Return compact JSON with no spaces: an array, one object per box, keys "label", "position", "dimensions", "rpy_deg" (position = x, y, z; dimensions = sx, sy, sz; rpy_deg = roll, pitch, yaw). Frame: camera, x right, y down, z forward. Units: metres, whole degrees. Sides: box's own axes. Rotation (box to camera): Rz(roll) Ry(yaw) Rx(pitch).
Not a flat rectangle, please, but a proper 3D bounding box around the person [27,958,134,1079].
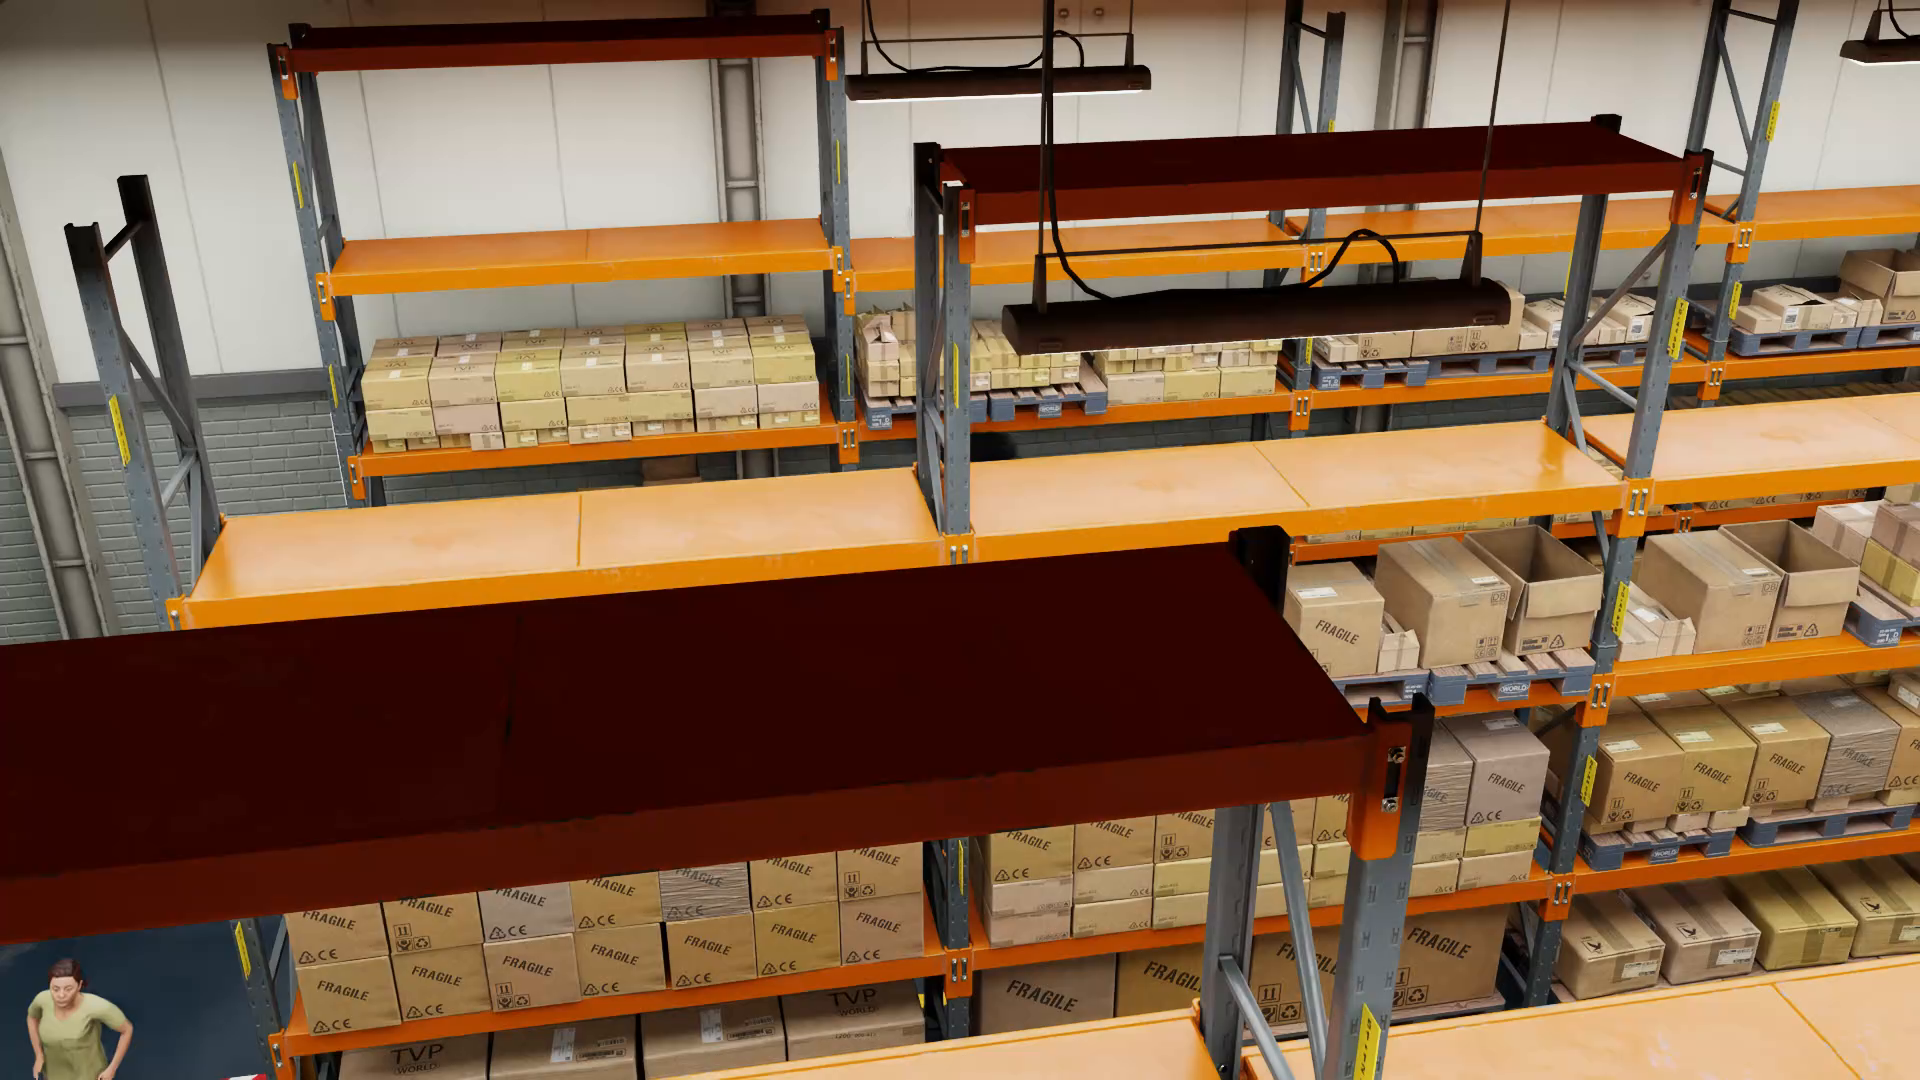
[{"label":"person","position":[-5.231,3.143,9.951],"dimensions":[0.655,1.605,0.670],"rpy_deg":[0,26,0]}]
